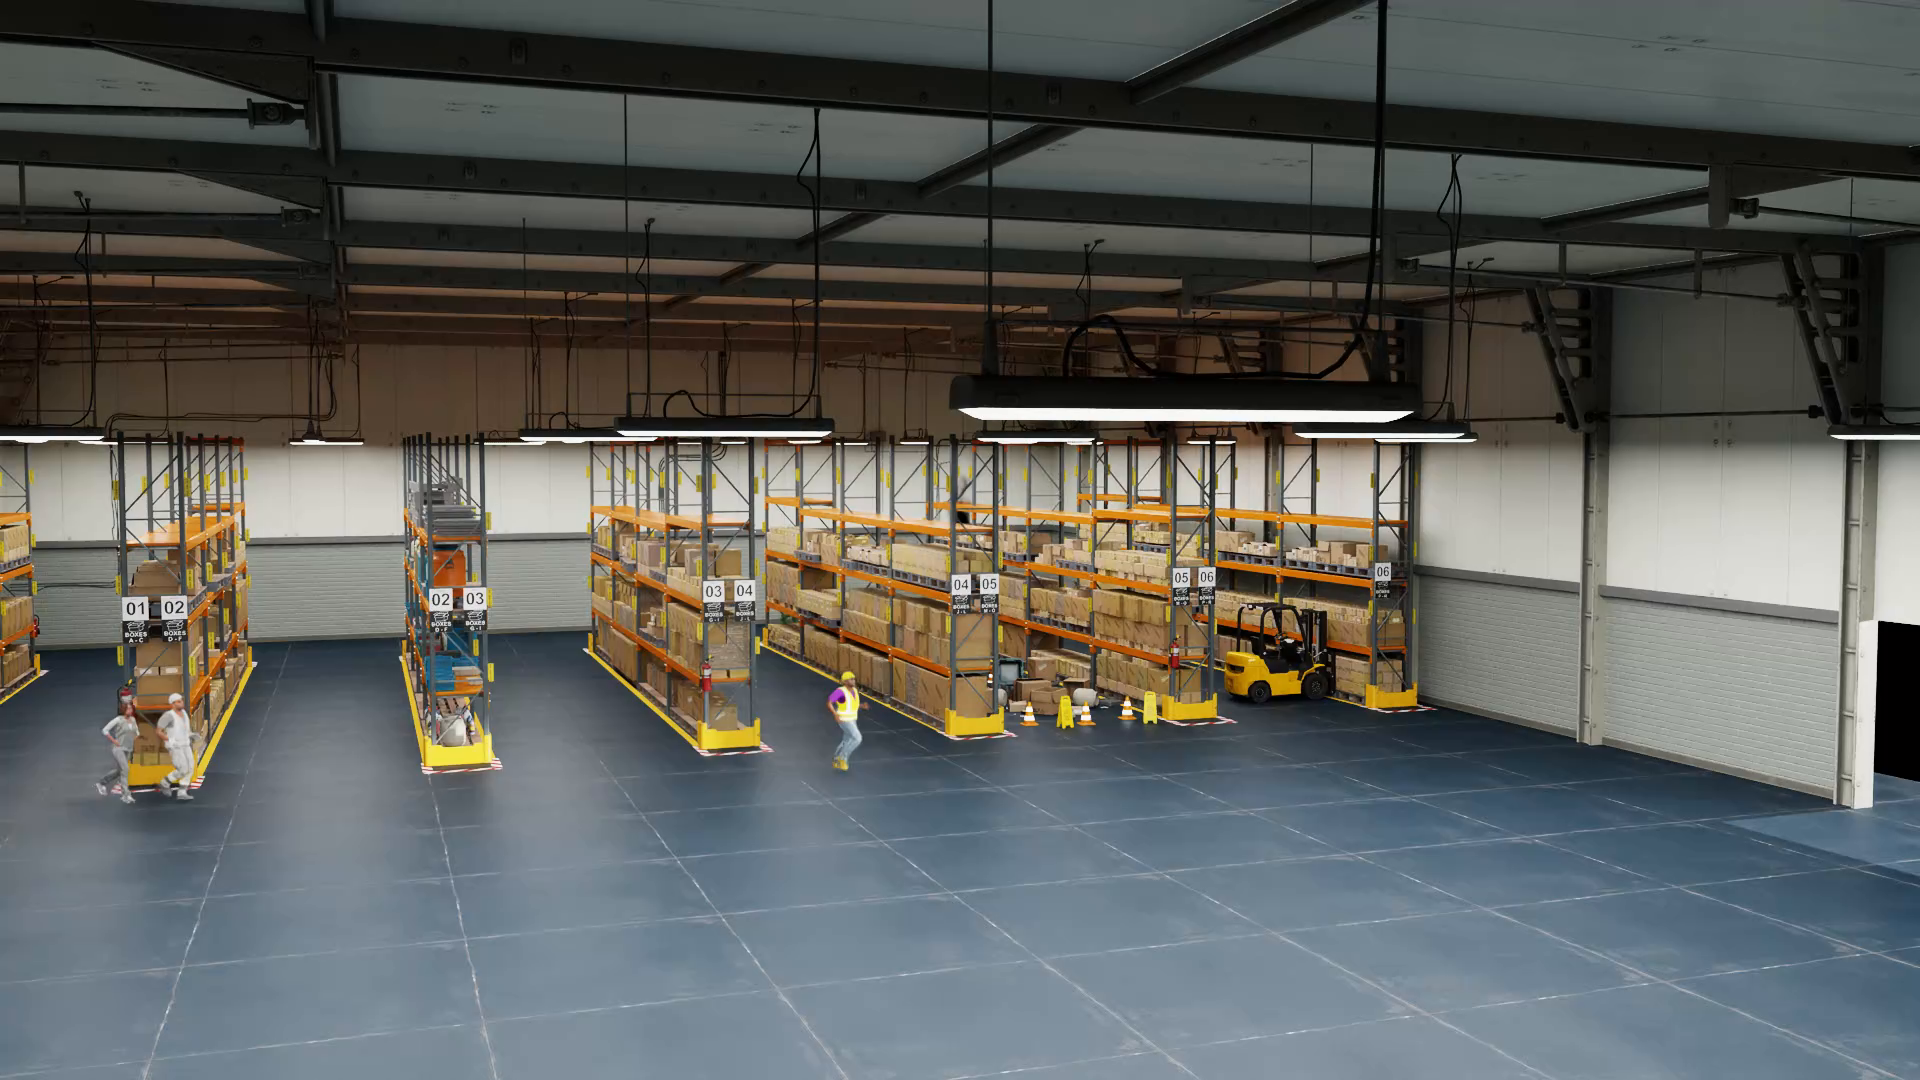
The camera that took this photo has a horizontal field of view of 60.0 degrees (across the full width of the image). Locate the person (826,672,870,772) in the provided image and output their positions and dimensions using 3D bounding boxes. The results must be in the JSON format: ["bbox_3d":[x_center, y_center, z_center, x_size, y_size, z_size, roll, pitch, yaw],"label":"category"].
[{"bbox_3d":[-1.955,3.215,29.526,0.679,1.767,0.668,1,3,23],"label":"person"}]

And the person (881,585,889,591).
[{"bbox_3d":[-2.094,2.103,51.024,0.865,1.634,0.656,0,3,-8],"label":"person"}]

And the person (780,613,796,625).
[{"bbox_3d":[-5.077,2.087,49.870,0.670,1.784,0.717,1,3,23],"label":"person"}]

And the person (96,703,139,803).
[{"bbox_3d":[-13.666,3.447,27.116,0.815,1.598,0.569,1,3,20],"label":"person"}]

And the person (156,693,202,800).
[{"bbox_3d":[-12.697,3.355,26.966,0.601,1.747,0.684,1,3,13],"label":"person"}]
